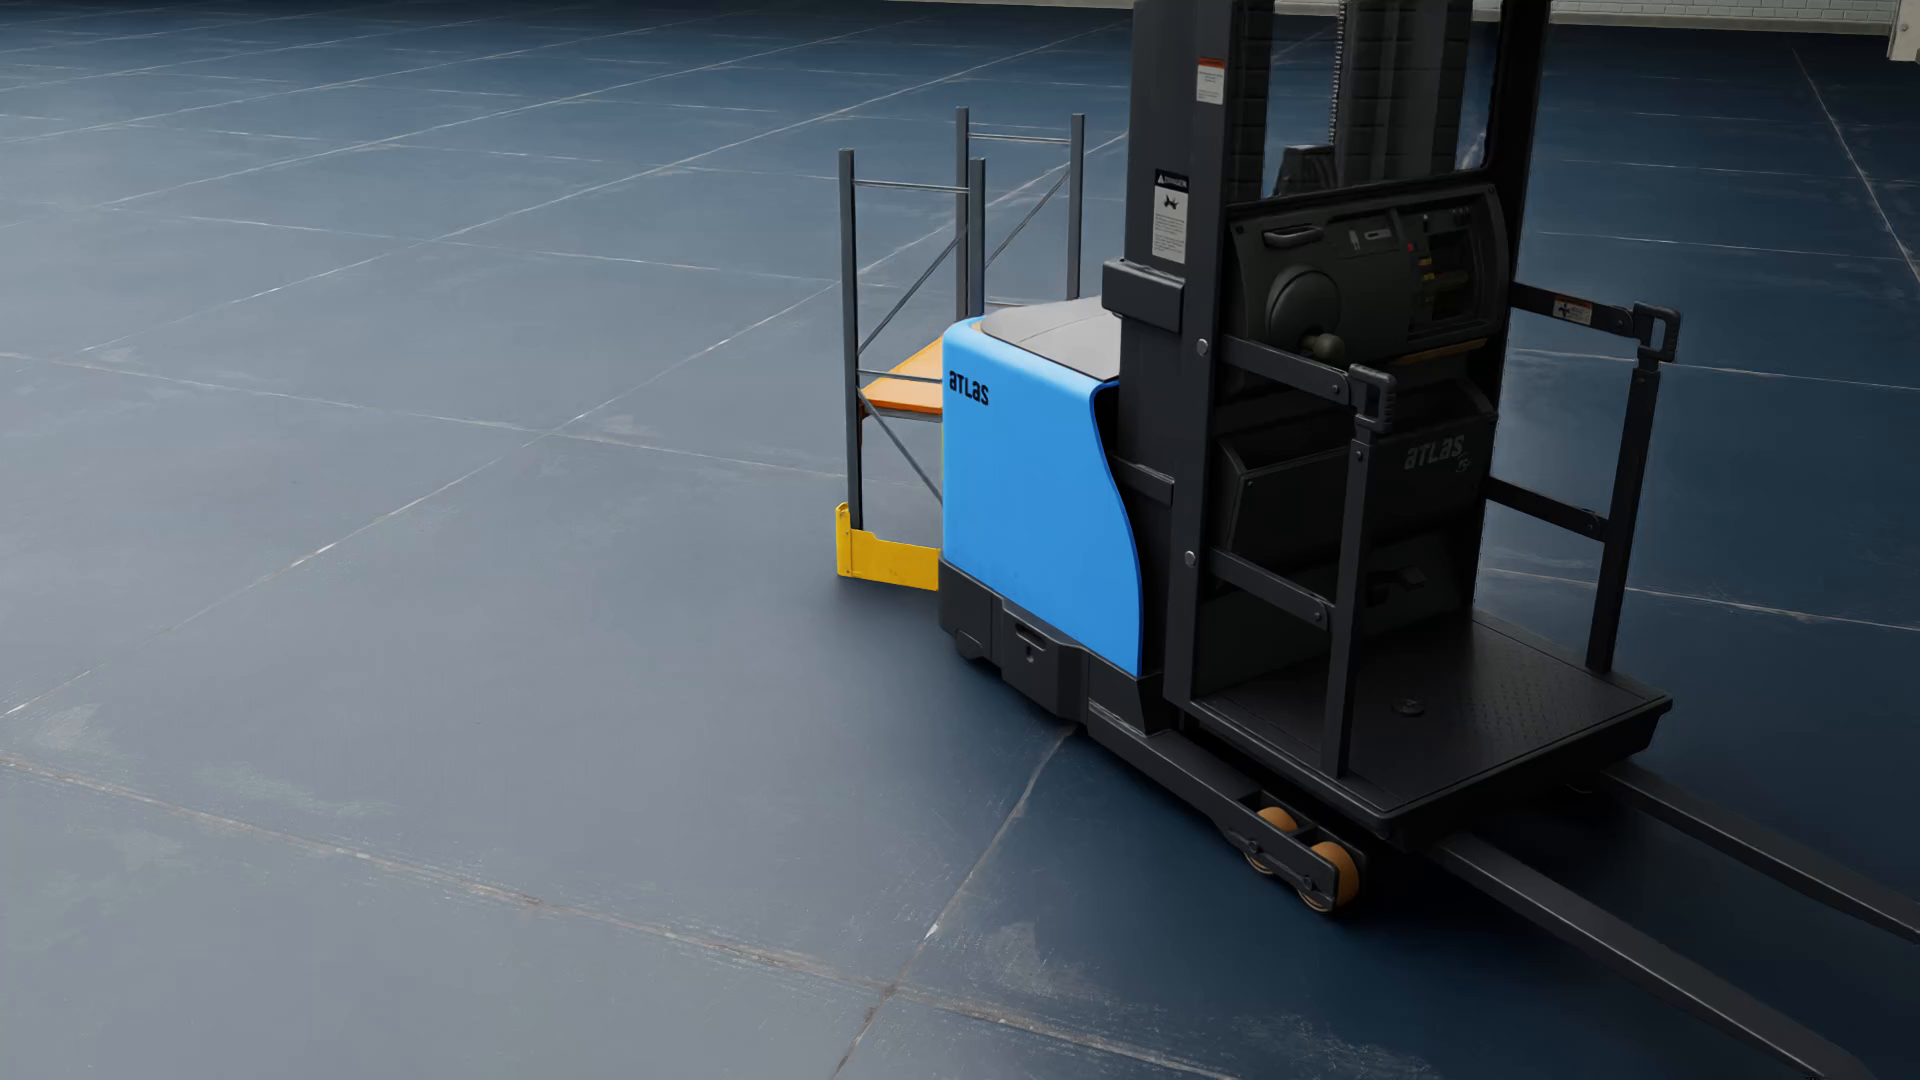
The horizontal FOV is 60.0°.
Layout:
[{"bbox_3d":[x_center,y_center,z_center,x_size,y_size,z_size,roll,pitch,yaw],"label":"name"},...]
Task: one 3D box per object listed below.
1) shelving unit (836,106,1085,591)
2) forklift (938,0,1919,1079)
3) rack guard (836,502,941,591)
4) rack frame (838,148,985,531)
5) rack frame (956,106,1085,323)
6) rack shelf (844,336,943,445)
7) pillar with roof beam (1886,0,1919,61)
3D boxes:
[{"bbox_3d":[0.028,-0.719,6.026,0.587,1.500,1.083,9,24,20],"label":"shelving unit"},{"bbox_3d":[1.159,-0.652,4.008,1.130,2.935,3.031,-14,27,-30],"label":"forklift"},{"bbox_3d":[-0.157,0.036,5.840,0.587,0.250,0.087,9,24,20],"label":"rack guard"},{"bbox_3d":[-0.157,-0.541,5.599,0.500,1.500,0.032,9,24,20],"label":"rack frame"},{"bbox_3d":[0.221,-0.904,6.470,0.500,1.500,0.032,9,24,20],"label":"rack frame"},{"bbox_3d":[0.032,-0.557,6.103,0.538,0.185,1.000,9,24,20],"label":"rack shelf"},{"bbox_3d":[7.529,-10.655,20.084,9.100,9.000,0.400,9,24,20],"label":"pillar with roof beam"}]
